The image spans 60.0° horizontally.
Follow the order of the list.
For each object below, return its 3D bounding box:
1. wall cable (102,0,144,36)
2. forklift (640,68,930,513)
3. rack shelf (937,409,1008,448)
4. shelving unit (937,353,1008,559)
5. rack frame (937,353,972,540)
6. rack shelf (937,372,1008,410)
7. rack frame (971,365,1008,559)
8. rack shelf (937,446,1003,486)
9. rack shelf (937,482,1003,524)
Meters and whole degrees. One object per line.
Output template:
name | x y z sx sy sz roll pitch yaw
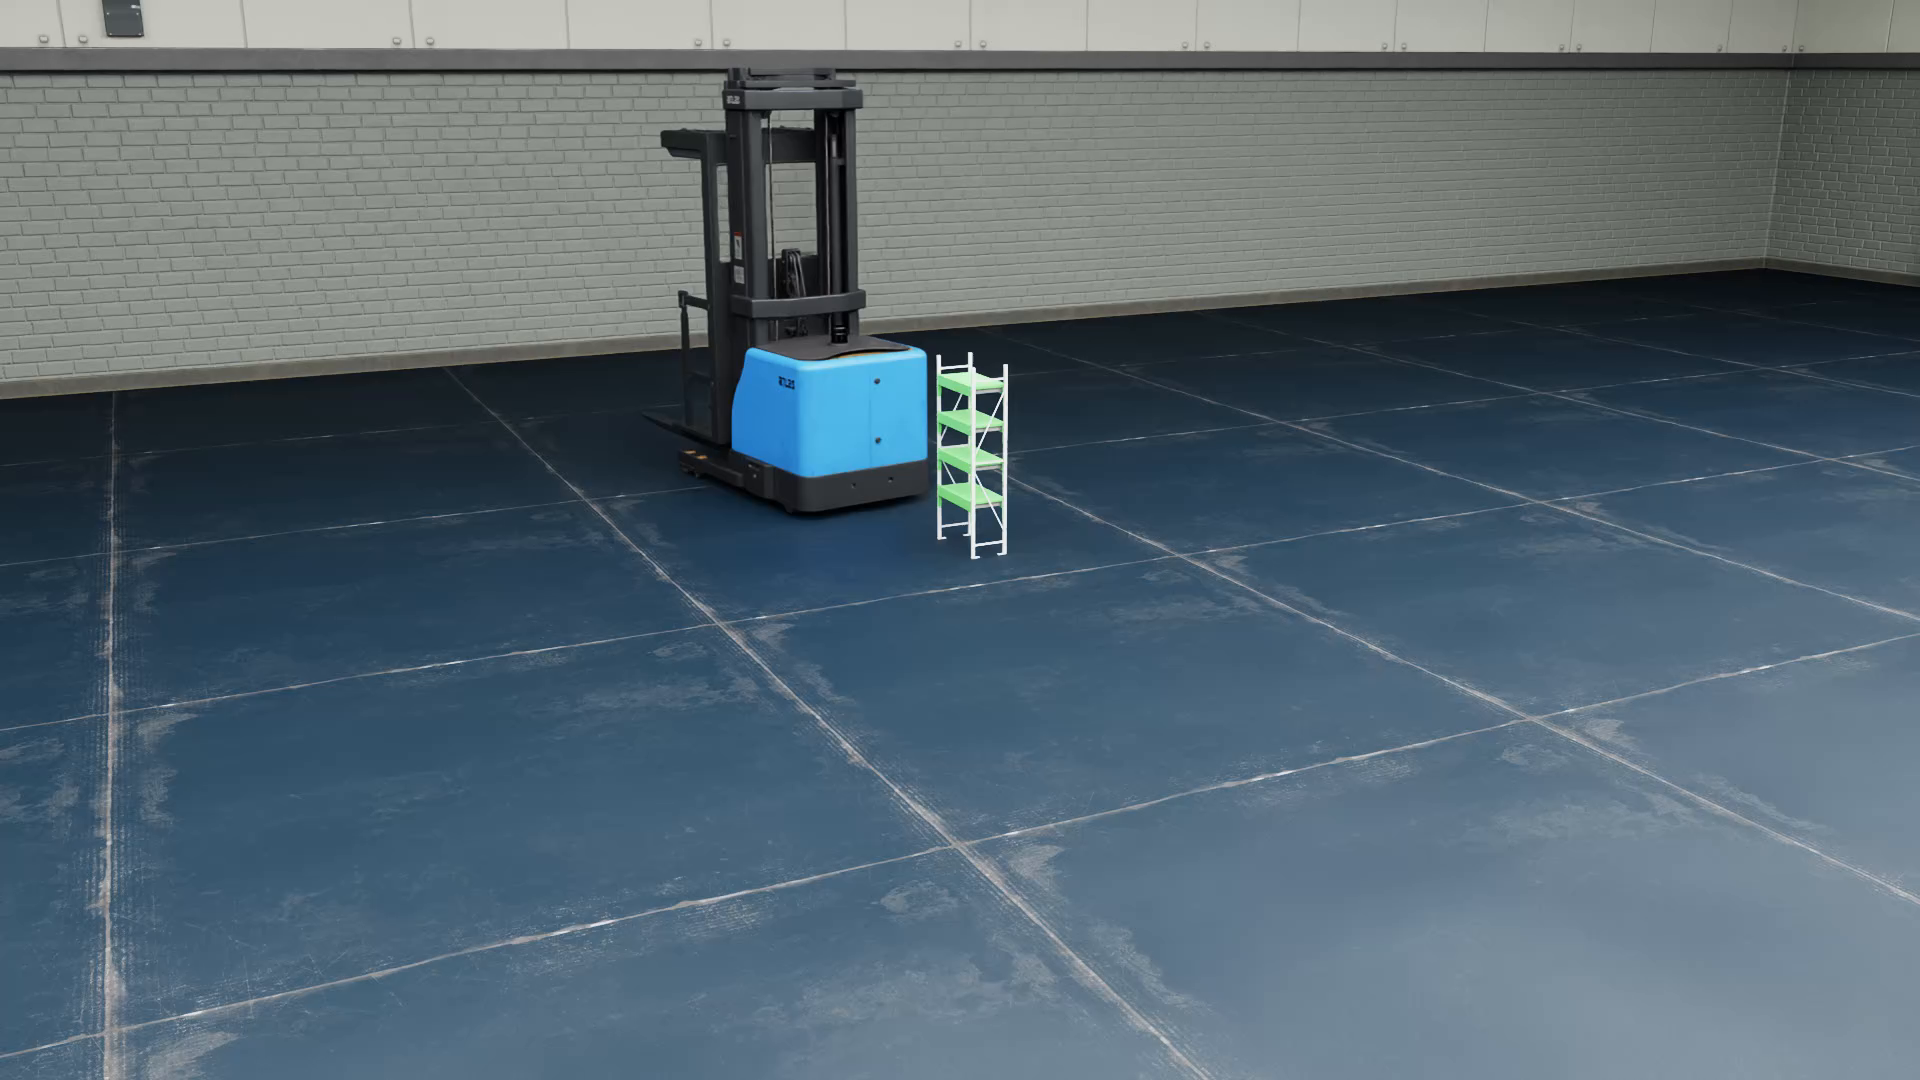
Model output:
wall cable | -6.591 -7.532 14.519 2.305 6.003 0.169 -8 18 -25
forklift | -1.467 -1.941 12.199 1.130 2.935 3.031 -11 19 -33
rack shelf | 0.073 -0.705 10.394 0.258 0.148 0.480 -8 18 -25
shelving unit | 0.073 -0.536 10.442 0.258 1.200 0.503 -8 18 -25
rack frame | -0.034 -0.596 10.653 0.240 1.200 0.015 -8 18 -25
rack shelf | 0.073 -0.936 10.327 0.258 0.148 0.480 -8 18 -25
rack frame | 0.179 -0.475 10.231 0.240 1.200 0.015 -8 18 -25
rack shelf | 0.073 -0.474 10.460 0.258 0.148 0.480 -8 18 -25
rack shelf | 0.073 -0.244 10.526 0.258 0.148 0.480 -8 18 -25
